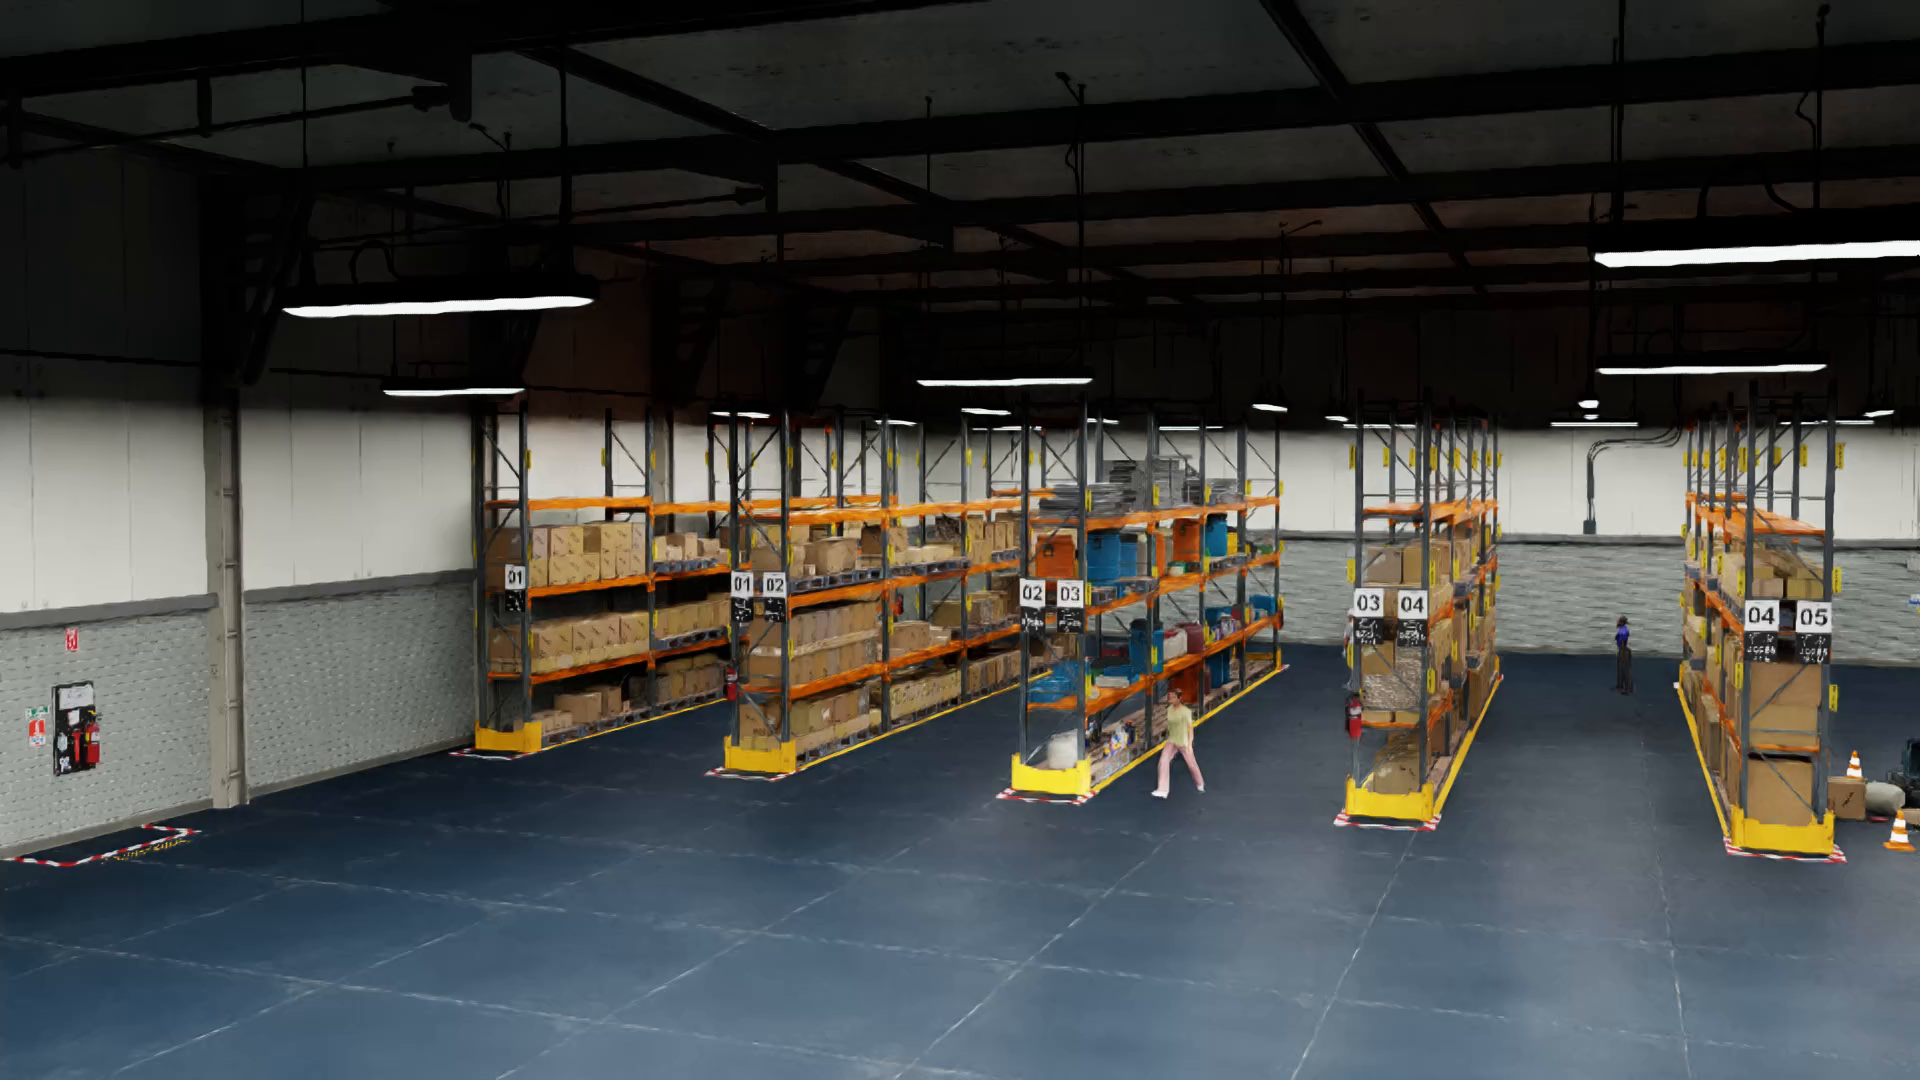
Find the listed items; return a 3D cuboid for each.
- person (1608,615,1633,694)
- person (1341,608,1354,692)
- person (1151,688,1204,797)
[{"bbox_3d":[14.154,2.427,35.573,0.498,1.660,0.630,1,3,22],"label":"person"},{"bbox_3d":[8.458,2.354,35.891,0.595,1.778,0.683,2,4,40],"label":"person"},{"bbox_3d":[3.274,3.007,24.697,0.479,1.584,0.958,3,4,42],"label":"person"}]
